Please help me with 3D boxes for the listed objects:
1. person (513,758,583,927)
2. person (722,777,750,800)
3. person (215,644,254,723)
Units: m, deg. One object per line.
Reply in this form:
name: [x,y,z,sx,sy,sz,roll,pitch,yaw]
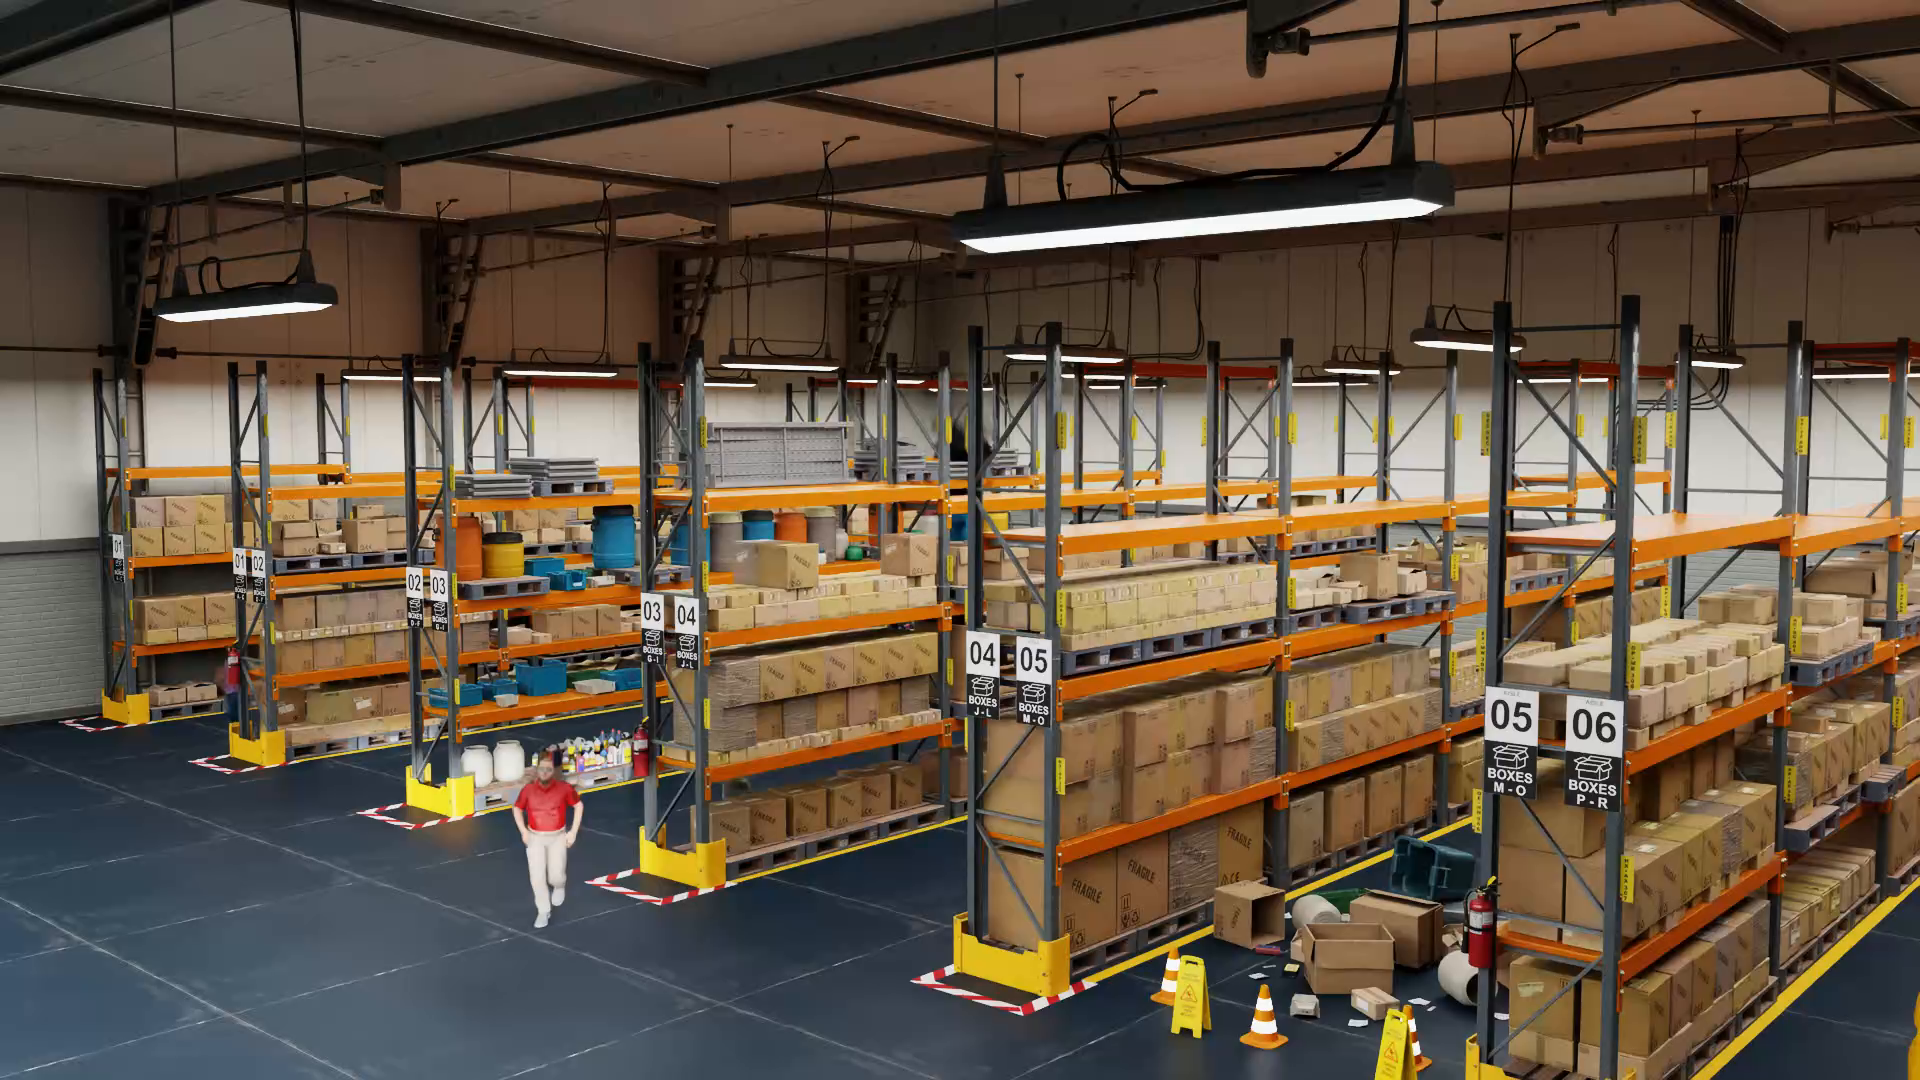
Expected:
person: [-4.241,3.075,17.140,0.698,1.694,0.627,-1,4,-10]
person: [-2.953,2.745,21.622,0.579,1.700,0.859,2,5,29]
person: [-11.432,2.450,26.215,0.539,1.628,0.606,2,5,30]
